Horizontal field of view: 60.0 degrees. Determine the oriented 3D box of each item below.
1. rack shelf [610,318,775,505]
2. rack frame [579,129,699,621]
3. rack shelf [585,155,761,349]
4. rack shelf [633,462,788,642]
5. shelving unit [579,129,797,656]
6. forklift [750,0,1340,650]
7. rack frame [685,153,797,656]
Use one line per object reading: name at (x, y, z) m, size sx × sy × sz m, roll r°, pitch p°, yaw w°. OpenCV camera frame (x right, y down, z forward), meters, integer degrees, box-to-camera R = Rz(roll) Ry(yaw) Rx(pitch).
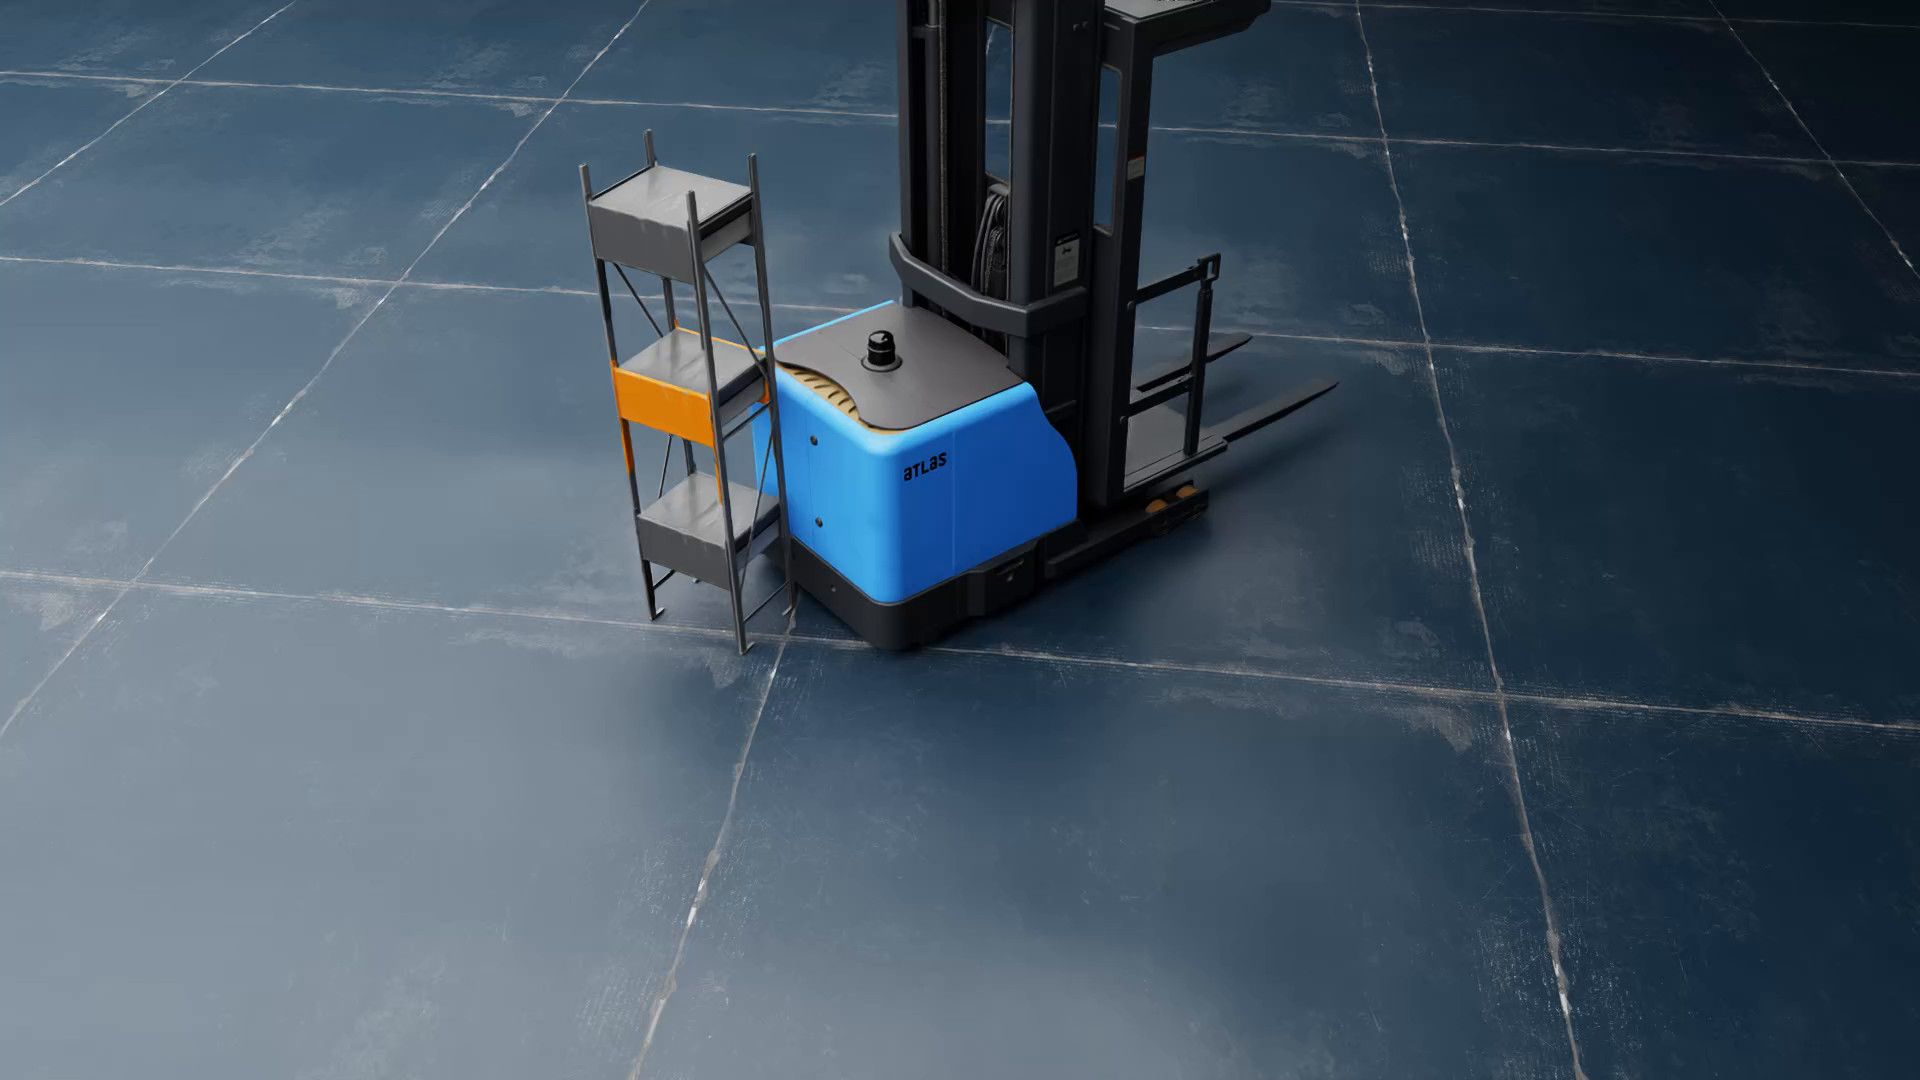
rack shelf at (-1.053, -0.523, 6.691) m, size 0.480 × 0.518 × 0.431 m, roll 18°, pitch 40°, yaw 25°
rack frame at (-1.263, -0.604, 6.785) m, size 0.015 × 2.100 × 0.400 m, roll 18°, pitch 40°, yaw 25°
rack shelf at (-1.062, -1.092, 6.283) m, size 0.480 × 0.518 × 0.431 m, roll 18°, pitch 40°, yaw 25°
rack shelf at (-1.043, 0.046, 7.099) m, size 0.480 × 0.518 × 0.431 m, roll 18°, pitch 40°, yaw 25°
shelving unit at (-1.053, -0.534, 6.683) m, size 0.503 × 2.100 × 0.431 m, roll 18°, pitch 40°, yaw 25°
forklift at (0.552, -1.432, 7.233) m, size 3.031 × 2.935 × 1.130 m, roll -25°, pitch 42°, yaw -30°
rack frame at (-0.842, -0.465, 6.581) m, size 0.015 × 2.100 × 0.400 m, roll 18°, pitch 40°, yaw 25°
